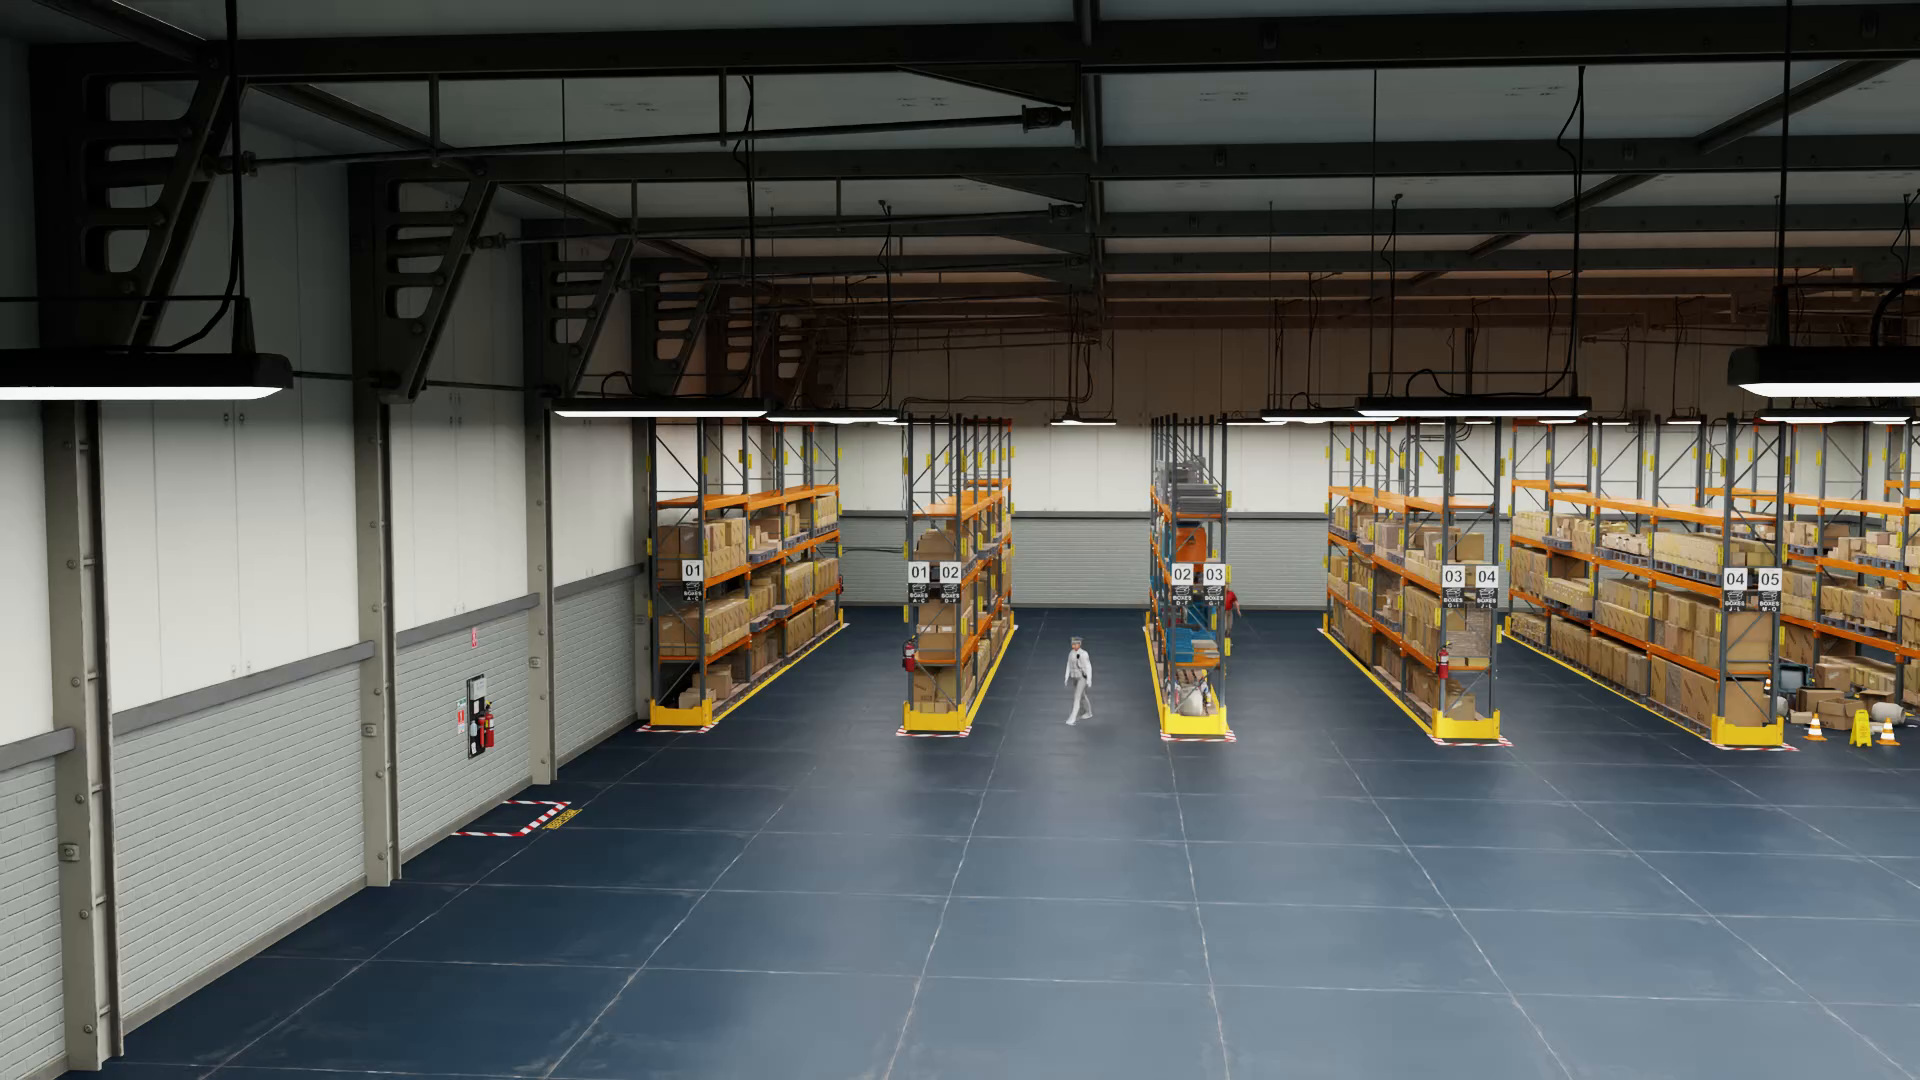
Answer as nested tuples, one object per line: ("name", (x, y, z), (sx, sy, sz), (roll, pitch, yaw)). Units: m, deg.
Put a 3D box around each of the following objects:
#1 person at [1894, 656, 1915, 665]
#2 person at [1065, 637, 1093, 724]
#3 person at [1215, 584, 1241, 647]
("person", (22.782, 2.211, 40.012), (0.485, 1.650, 0.499), (-1, 4, -18))
("person", (2.282, 2.700, 32.420), (0.870, 1.632, 0.511), (-3, 5, -36))
("person", (6.962, 1.997, 43.489), (0.683, 1.815, 0.565), (-2, 4, -23))
